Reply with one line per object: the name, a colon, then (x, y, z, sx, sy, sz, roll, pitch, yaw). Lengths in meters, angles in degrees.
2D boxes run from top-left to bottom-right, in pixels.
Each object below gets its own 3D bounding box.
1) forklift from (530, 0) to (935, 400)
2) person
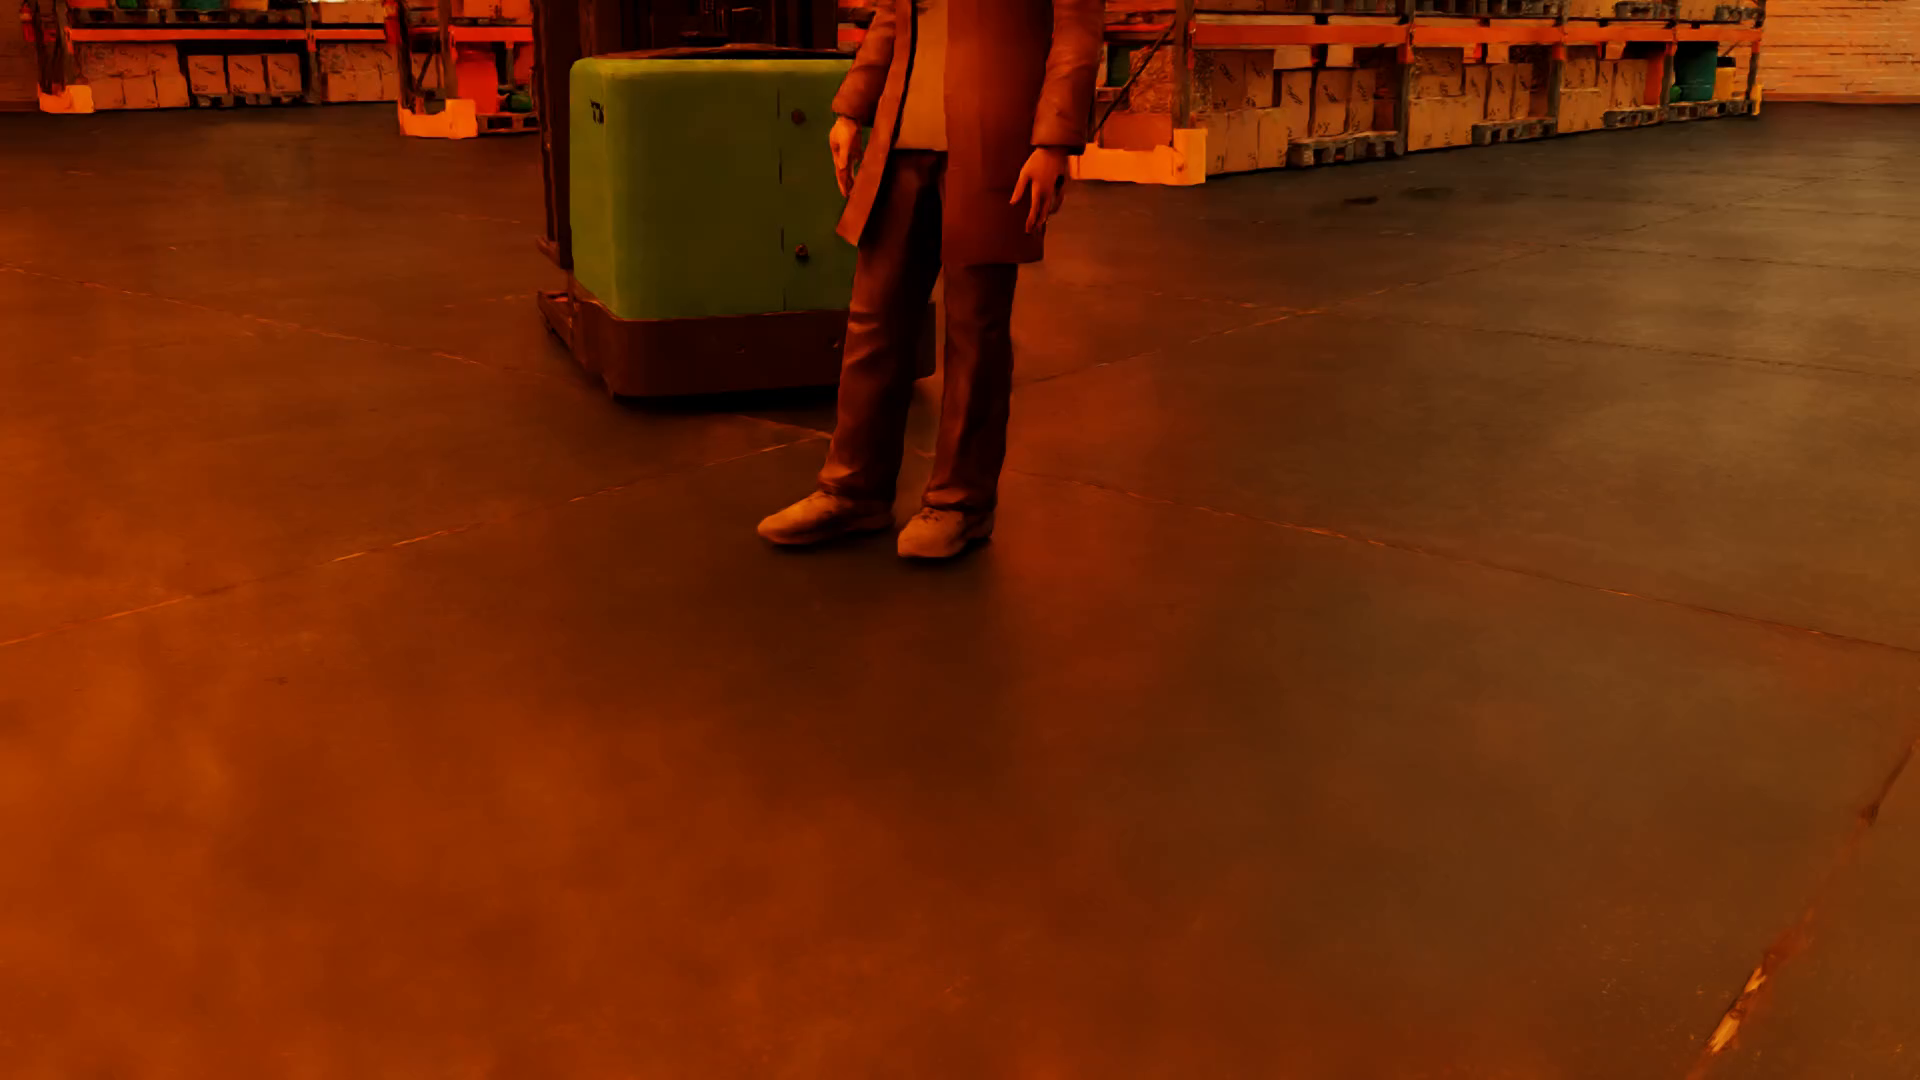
forklift: (-1.070, -2.229, 6.240, 1.130, 2.935, 3.031, -6, 18, -19)
person: (-0.061, -0.838, 3.616, 0.698, 1.777, 0.579, 13, 21, 37)
